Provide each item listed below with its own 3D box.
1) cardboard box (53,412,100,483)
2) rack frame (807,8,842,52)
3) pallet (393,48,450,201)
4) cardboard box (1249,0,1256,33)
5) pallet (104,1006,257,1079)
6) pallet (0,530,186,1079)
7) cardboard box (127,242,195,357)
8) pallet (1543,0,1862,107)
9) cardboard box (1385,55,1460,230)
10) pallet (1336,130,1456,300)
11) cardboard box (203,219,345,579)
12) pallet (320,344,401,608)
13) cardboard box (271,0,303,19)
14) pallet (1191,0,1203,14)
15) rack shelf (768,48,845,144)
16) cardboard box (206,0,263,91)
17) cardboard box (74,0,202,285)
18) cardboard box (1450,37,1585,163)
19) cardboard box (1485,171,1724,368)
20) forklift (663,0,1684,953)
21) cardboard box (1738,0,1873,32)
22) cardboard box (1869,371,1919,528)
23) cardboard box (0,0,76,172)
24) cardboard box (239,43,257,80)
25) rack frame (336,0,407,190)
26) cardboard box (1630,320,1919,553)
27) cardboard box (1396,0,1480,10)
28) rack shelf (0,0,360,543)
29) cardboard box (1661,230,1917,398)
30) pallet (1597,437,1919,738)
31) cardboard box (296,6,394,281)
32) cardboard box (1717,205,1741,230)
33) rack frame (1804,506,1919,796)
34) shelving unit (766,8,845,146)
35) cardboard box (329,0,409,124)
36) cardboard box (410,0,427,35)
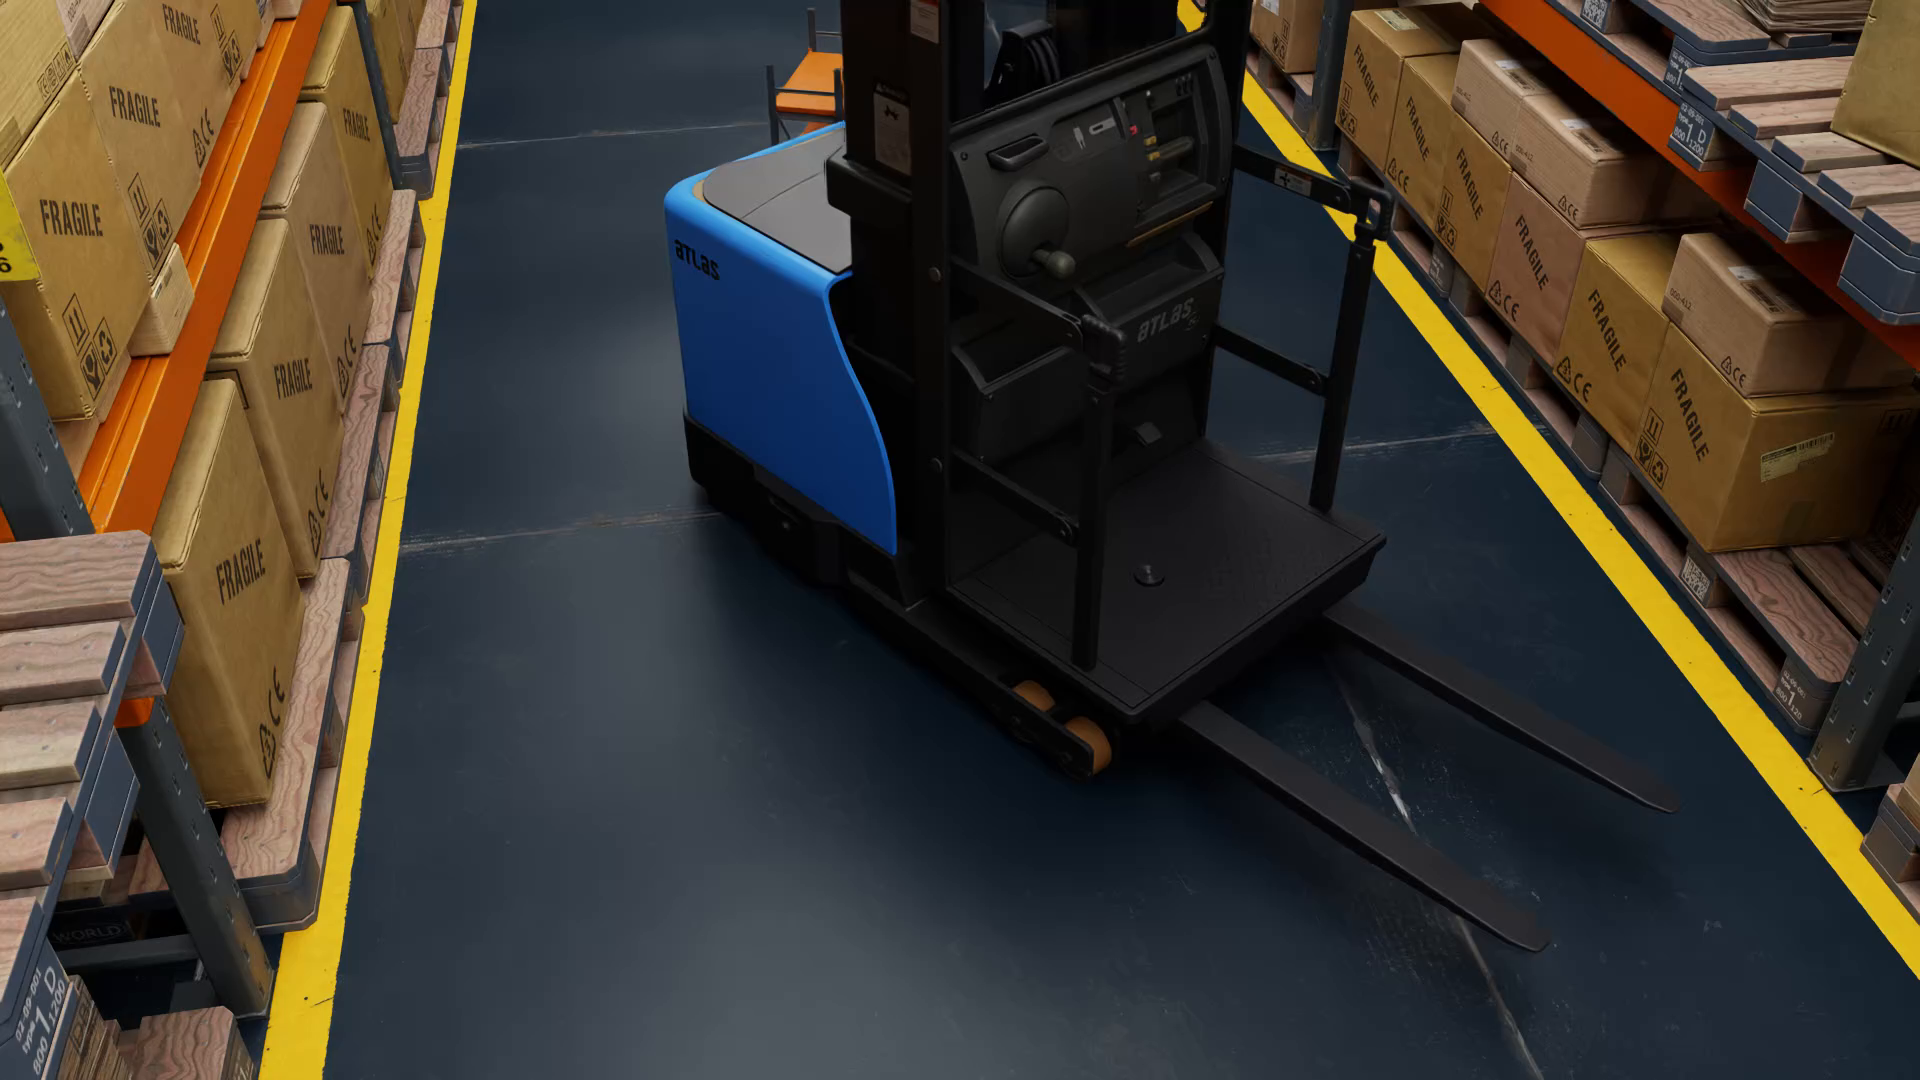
[{"bbox_3d":[-1.928,-0.199,3.250,0.380,0.149,0.250,-7,38,-9],"label":"cardboard box"},{"bbox_3d":[-0.394,-1.300,5.945,0.240,1.200,0.015,7,38,9],"label":"rack frame"},{"bbox_3d":[-2.856,-1.849,7.458,1.003,0.211,1.213,-6,38,-8],"label":"pallet"},{"bbox_3d":[1.572,-2.599,8.116,0.380,0.149,0.250,-6,38,-8],"label":"cardboard box"},{"bbox_3d":[-1.963,1.507,3.138,1.003,0.211,1.213,-6,38,-8],"label":"pallet"},{"bbox_3d":[-1.869,0.428,2.410,1.213,0.211,1.003,-6,38,-8],"label":"pallet"},{"bbox_3d":[-1.927,-0.522,3.665,0.380,0.149,0.250,-5,38,-7],"label":"cardboard box"},{"bbox_3d":[2.432,-1.700,5.149,1.003,0.211,1.213,-6,38,-8],"label":"pallet"},{"bbox_3d":[2.026,-1.565,6.498,0.500,0.500,0.500,-6,38,-7],"label":"cardboard box"},{"bbox_3d":[2.256,-1.429,6.918,1.003,0.211,1.213,-6,38,-8],"label":"pallet"},{"bbox_3d":[-2.246,-0.371,4.693,0.750,0.750,0.750,-6,38,-8],"label":"cardboard box"},{"bbox_3d":[-2.373,-0.185,5.316,1.003,0.211,1.213,-6,38,-8],"label":"pallet"},{"bbox_3d":[-2.289,-1.753,5.250,0.380,0.149,0.250,-6,38,-8],"label":"cardboard box"},{"bbox_3d":[1.740,-3.070,9.029,1.003,0.211,1.213,-6,38,-8],"label":"pallet"},{"bbox_3d":[-0.442,-1.463,5.515,0.258,0.148,0.480,7,38,9],"label":"rack shelf"},{"bbox_3d":[-2.200,-1.483,4.374,0.500,0.500,0.500,-5,38,-7],"label":"cardboard box"},{"bbox_3d":[-2.015,-0.870,3.584,0.500,0.500,0.500,-5,38,-6],"label":"cardboard box"},{"bbox_3d":[2.096,-1.578,5.904,0.500,0.250,0.500,-6,38,-8],"label":"cardboard box"},{"bbox_3d":[2.194,-0.957,5.715,0.500,0.500,0.500,-8,38,-10],"label":"cardboard box"},{"bbox_3d":[0.494,-0.879,3.992,1.130,2.935,3.031,-30,47,-33],"label":"forklift"},{"bbox_3d":[2.584,-1.748,4.631,0.700,0.500,0.500,0,38,1],"label":"cardboard box"},{"bbox_3d":[2.882,-0.409,5.011,0.500,0.500,0.500,-8,38,-10],"label":"cardboard box"},{"bbox_3d":[-1.930,-0.847,2.944,0.500,0.250,0.500,-5,38,-7],"label":"cardboard box"},{"bbox_3d":[-2.283,-1.445,4.854,0.380,0.149,0.250,-7,38,-9],"label":"cardboard box"},{"bbox_3d":[-2.800,-2.482,6.000,1.000,3.000,0.127,-6,38,-8],"label":"rack frame"},{"bbox_3d":[2.382,-0.328,4.906,0.500,0.500,0.500,-5,38,-6],"label":"cardboard box"},{"bbox_3d":[2.216,-2.406,7.735,0.500,0.311,0.500,-6,38,-8],"label":"cardboard box"},{"bbox_3d":[-2.449,-0.990,4.666,1.077,0.370,4.000,-6,38,-8],"label":"rack shelf"},{"bbox_3d":[2.368,-0.657,4.719,0.500,0.250,0.500,-5,38,-6],"label":"cardboard box"},{"bbox_3d":[2.684,0.045,5.021,1.003,0.211,1.213,-6,38,-8],"label":"pallet"},{"bbox_3d":[-2.558,-1.421,6.044,0.750,0.750,0.750,-6,38,-7],"label":"cardboard box"},{"bbox_3d":[2.702,-1.028,5.807,0.500,0.500,0.500,-7,38,-9],"label":"cardboard box"},{"bbox_3d":[2.778,-0.602,3.579,1.000,3.000,0.127,-6,38,-8],"label":"rack frame"},{"bbox_3d":[-0.442,-1.153,5.756,0.258,1.200,0.503,7,38,9],"label":"shelving unit"},{"bbox_3d":[-2.830,-2.124,7.234,0.700,0.500,0.500,-6,38,-7],"label":"cardboard box"},{"bbox_3d":[-3.003,-2.738,8.024,0.700,0.500,0.500,-5,38,-7],"label":"cardboard box"}]
